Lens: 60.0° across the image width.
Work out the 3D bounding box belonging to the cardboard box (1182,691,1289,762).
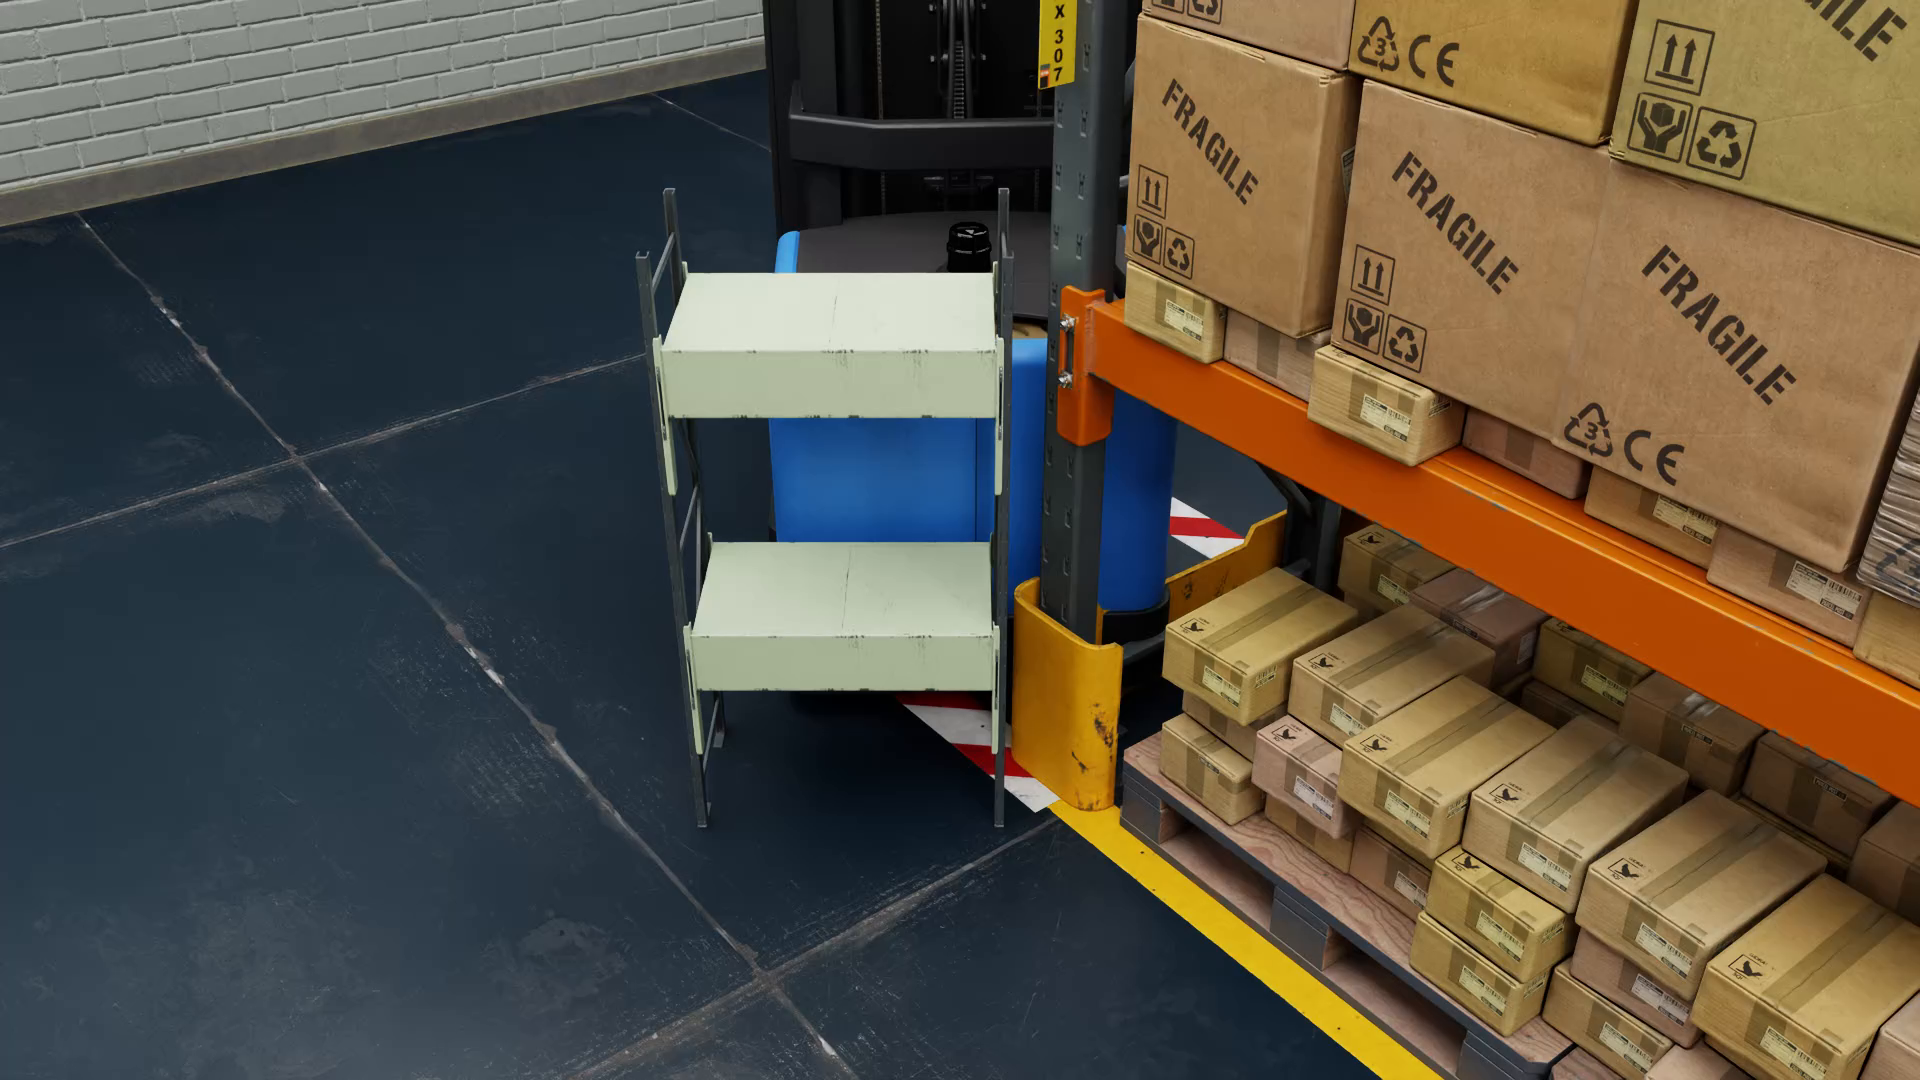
[{"bbox_3d":[0.746,0.335,3.890,0.380,0.149,0.250,-21,37,-29],"label":"cardboard box"}]

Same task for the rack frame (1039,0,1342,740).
[{"bbox_3d":[0.627,-0.873,3.812,1.000,3.000,0.127,-22,38,-31],"label":"rack frame"}]

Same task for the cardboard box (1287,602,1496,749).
[{"bbox_3d":[0.944,0.311,3.646,0.380,0.149,0.250,-22,38,-31],"label":"cardboard box"}]

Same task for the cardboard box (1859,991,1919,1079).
[{"bbox_3d":[1.733,0.851,2.776,0.380,0.149,0.250,-22,38,-31],"label":"cardboard box"}]

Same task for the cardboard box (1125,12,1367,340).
[{"bbox_3d":[0.684,-0.765,3.262,0.500,0.500,0.500,-20,37,-29],"label":"cardboard box"}]

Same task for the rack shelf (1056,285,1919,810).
[{"bbox_3d":[1.854,0.266,2.660,1.077,0.370,4.000,-22,38,-31],"label":"rack shelf"}]

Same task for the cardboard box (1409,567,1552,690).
[{"bbox_3d":[1.261,0.169,3.875,0.380,0.149,0.250,-21,38,-30],"label":"cardboard box"}]

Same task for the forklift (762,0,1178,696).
[{"bbox_3d":[-0.029,-1.548,5.025,1.129,2.867,3.031,-1,32,-2],"label":"forklift"}]

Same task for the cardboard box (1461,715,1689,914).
[{"bbox_3d":[1.215,0.534,3.287,0.380,0.149,0.250,-24,39,-34],"label":"cardboard box"}]

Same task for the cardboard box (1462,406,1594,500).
[{"bbox_3d":[1.146,-0.239,3.030,0.380,0.149,0.250,-20,37,-29],"label":"cardboard box"}]

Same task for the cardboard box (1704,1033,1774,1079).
[{"bbox_3d":[1.598,0.862,3.041,0.380,0.149,0.250,-20,37,-29],"label":"cardboard box"}]

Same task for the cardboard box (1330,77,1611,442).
[{"bbox_3d":[1.033,-0.550,2.916,0.500,0.500,0.500,-22,38,-31],"label":"cardboard box"}]

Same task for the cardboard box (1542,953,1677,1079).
[{"bbox_3d":[1.380,0.883,3.289,0.380,0.149,0.250,-22,38,-31],"label":"cardboard box"}]

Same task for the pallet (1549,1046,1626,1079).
[{"bbox_3d":[1.888,1.202,3.115,1.003,0.211,1.213,-22,38,-31],"label":"pallet"}]

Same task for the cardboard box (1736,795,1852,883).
[{"bbox_3d":[1.824,0.589,3.481,0.380,0.149,0.250,-22,38,-31],"label":"cardboard box"}]

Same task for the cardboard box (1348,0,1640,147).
[{"bbox_3d":[1.007,-0.985,2.669,0.500,0.500,0.500,-21,38,-30],"label":"cardboard box"}]

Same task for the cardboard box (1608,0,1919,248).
[{"bbox_3d":[1.309,-0.761,2.308,0.500,0.500,0.500,-23,39,-32],"label":"cardboard box"}]

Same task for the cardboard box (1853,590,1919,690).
[{"bbox_3d":[1.564,0.109,2.470,0.380,0.149,0.250,-21,37,-30],"label":"cardboard box"}]

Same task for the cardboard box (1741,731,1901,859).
[{"bbox_3d":[1.837,0.458,3.409,0.380,0.149,0.250,-21,37,-30],"label":"cardboard box"}]

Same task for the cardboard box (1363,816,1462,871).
[{"bbox_3d":[1.089,0.541,3.559,0.380,0.149,0.250,-22,38,-31],"label":"cardboard box"}]

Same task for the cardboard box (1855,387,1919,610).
[{"bbox_3d":[1.641,-0.132,2.242,0.500,0.500,0.500,-23,39,-33],"label":"cardboard box"}]

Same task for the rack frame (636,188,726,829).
[{"bbox_3d":[-0.636,-0.030,3.877,0.023,1.500,0.400,0,32,0],"label":"rack frame"}]

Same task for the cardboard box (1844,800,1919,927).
[{"bbox_3d":[1.911,0.604,3.175,0.380,0.149,0.250,-24,39,-33],"label":"cardboard box"}]

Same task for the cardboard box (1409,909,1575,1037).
[{"bbox_3d":[1.149,0.808,3.411,0.380,0.149,0.250,-22,38,-31],"label":"cardboard box"}]

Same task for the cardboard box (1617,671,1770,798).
[{"bbox_3d":[1.629,0.364,3.561,0.380,0.149,0.250,-24,39,-33],"label":"cardboard box"}]

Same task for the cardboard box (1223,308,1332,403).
[{"bbox_3d":[0.756,-0.432,3.341,0.380,0.149,0.250,-21,37,-30],"label":"cardboard box"}]

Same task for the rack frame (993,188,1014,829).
[{"bbox_3d":[0.096,-0.031,3.878,0.023,1.500,0.400,0,32,0],"label":"rack frame"}]

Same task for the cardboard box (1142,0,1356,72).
[{"bbox_3d":[0.693,-1.193,3.004,0.500,0.500,0.500,-23,38,-32],"label":"cardboard box"}]

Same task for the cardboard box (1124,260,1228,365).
[{"bbox_3d":[0.567,-0.525,3.490,0.380,0.149,0.250,-23,38,-32],"label":"cardboard box"}]

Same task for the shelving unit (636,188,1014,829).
[{"bbox_3d":[-0.270,-0.030,3.877,0.755,1.500,0.431,0,32,0],"label":"shelving unit"}]

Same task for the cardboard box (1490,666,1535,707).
[{"bbox_3d":[1.294,0.287,3.966,0.380,0.149,0.250,-23,39,-32],"label":"cardboard box"}]

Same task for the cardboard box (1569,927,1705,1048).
[{"bbox_3d":[1.399,0.763,3.201,0.380,0.149,0.250,-24,39,-34],"label":"cardboard box"}]

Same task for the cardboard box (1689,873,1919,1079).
[{"bbox_3d":[1.503,0.777,2.895,0.380,0.149,0.250,-22,38,-31],"label":"cardboard box"}]

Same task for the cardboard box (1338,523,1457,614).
[{"bbox_3d":[1.152,0.046,4.073,0.380,0.149,0.250,-22,38,-31],"label":"cardboard box"}]

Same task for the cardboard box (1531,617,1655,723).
[{"bbox_3d":[1.520,0.236,3.767,0.380,0.149,0.250,-23,39,-32],"label":"cardboard box"}]

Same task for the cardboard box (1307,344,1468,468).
[{"bbox_3d":[0.878,-0.303,3.133,0.380,0.149,0.250,-23,39,-33],"label":"cardboard box"}]

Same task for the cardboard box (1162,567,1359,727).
[{"bbox_3d":[0.680,0.235,3.768,0.380,0.149,0.250,-24,39,-33],"label":"cardboard box"}]

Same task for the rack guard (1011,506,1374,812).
[{"bbox_3d":[0.674,0.221,4.421,1.175,0.500,0.348,-22,38,-31],"label":"rack guard"}]

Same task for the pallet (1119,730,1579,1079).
[{"bbox_3d":[1.144,0.693,3.933,1.003,0.211,1.213,-22,38,-31],"label":"pallet"}]

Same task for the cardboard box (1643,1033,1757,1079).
[{"bbox_3d":[1.465,1.015,3.077,0.380,0.149,0.250,-24,39,-34],"label":"cardboard box"}]

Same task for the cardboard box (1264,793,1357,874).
[{"bbox_3d":[0.921,0.564,3.802,0.380,0.149,0.250,-22,38,-32],"label":"cardboard box"}]

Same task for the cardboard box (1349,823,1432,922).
[{"bbox_3d":[1.079,0.666,3.639,0.380,0.149,0.250,-22,38,-31],"label":"cardboard box"}]

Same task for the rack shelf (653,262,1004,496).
[{"bbox_3d":[-0.270,-0.362,3.671,0.720,0.370,0.431,0,32,0],"label":"rack shelf"}]

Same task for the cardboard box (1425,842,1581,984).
[{"bbox_3d":[1.161,0.683,3.330,0.380,0.149,0.250,-21,38,-30],"label":"cardboard box"}]

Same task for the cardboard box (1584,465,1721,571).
[{"bbox_3d":[1.293,-0.118,2.835,0.380,0.149,0.250,-23,38,-32],"label":"cardboard box"}]

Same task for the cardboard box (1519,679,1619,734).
[{"bbox_3d":[1.496,0.377,3.822,0.380,0.149,0.250,-24,39,-33],"label":"cardboard box"}]

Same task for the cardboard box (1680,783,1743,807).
[{"bbox_3d":[1.580,0.522,3.588,0.380,0.149,0.250,-23,38,-32],"label":"cardboard box"}]

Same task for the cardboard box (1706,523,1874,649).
[{"bbox_3d":[1.422,-0.006,2.655,0.380,0.149,0.250,-23,39,-32],"label":"cardboard box"}]

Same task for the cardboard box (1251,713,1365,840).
[{"bbox_3d":[0.869,0.467,3.677,0.380,0.149,0.250,-22,38,-32],"label":"cardboard box"}]

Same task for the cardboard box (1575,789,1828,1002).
[{"bbox_3d":[1.378,0.653,3.096,0.380,0.149,0.250,-21,37,-30],"label":"cardboard box"}]

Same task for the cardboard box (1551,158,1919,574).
[{"bbox_3d":[1.323,-0.342,2.581,0.500,0.500,0.500,-22,38,-31],"label":"cardboard box"}]

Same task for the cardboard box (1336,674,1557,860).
[{"bbox_3d":[0.998,0.458,3.410,0.380,0.149,0.250,-22,38,-32],"label":"cardboard box"}]

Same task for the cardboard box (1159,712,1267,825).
[{"bbox_3d":[0.696,0.482,3.935,0.380,0.149,0.250,-21,38,-30],"label":"cardboard box"}]
